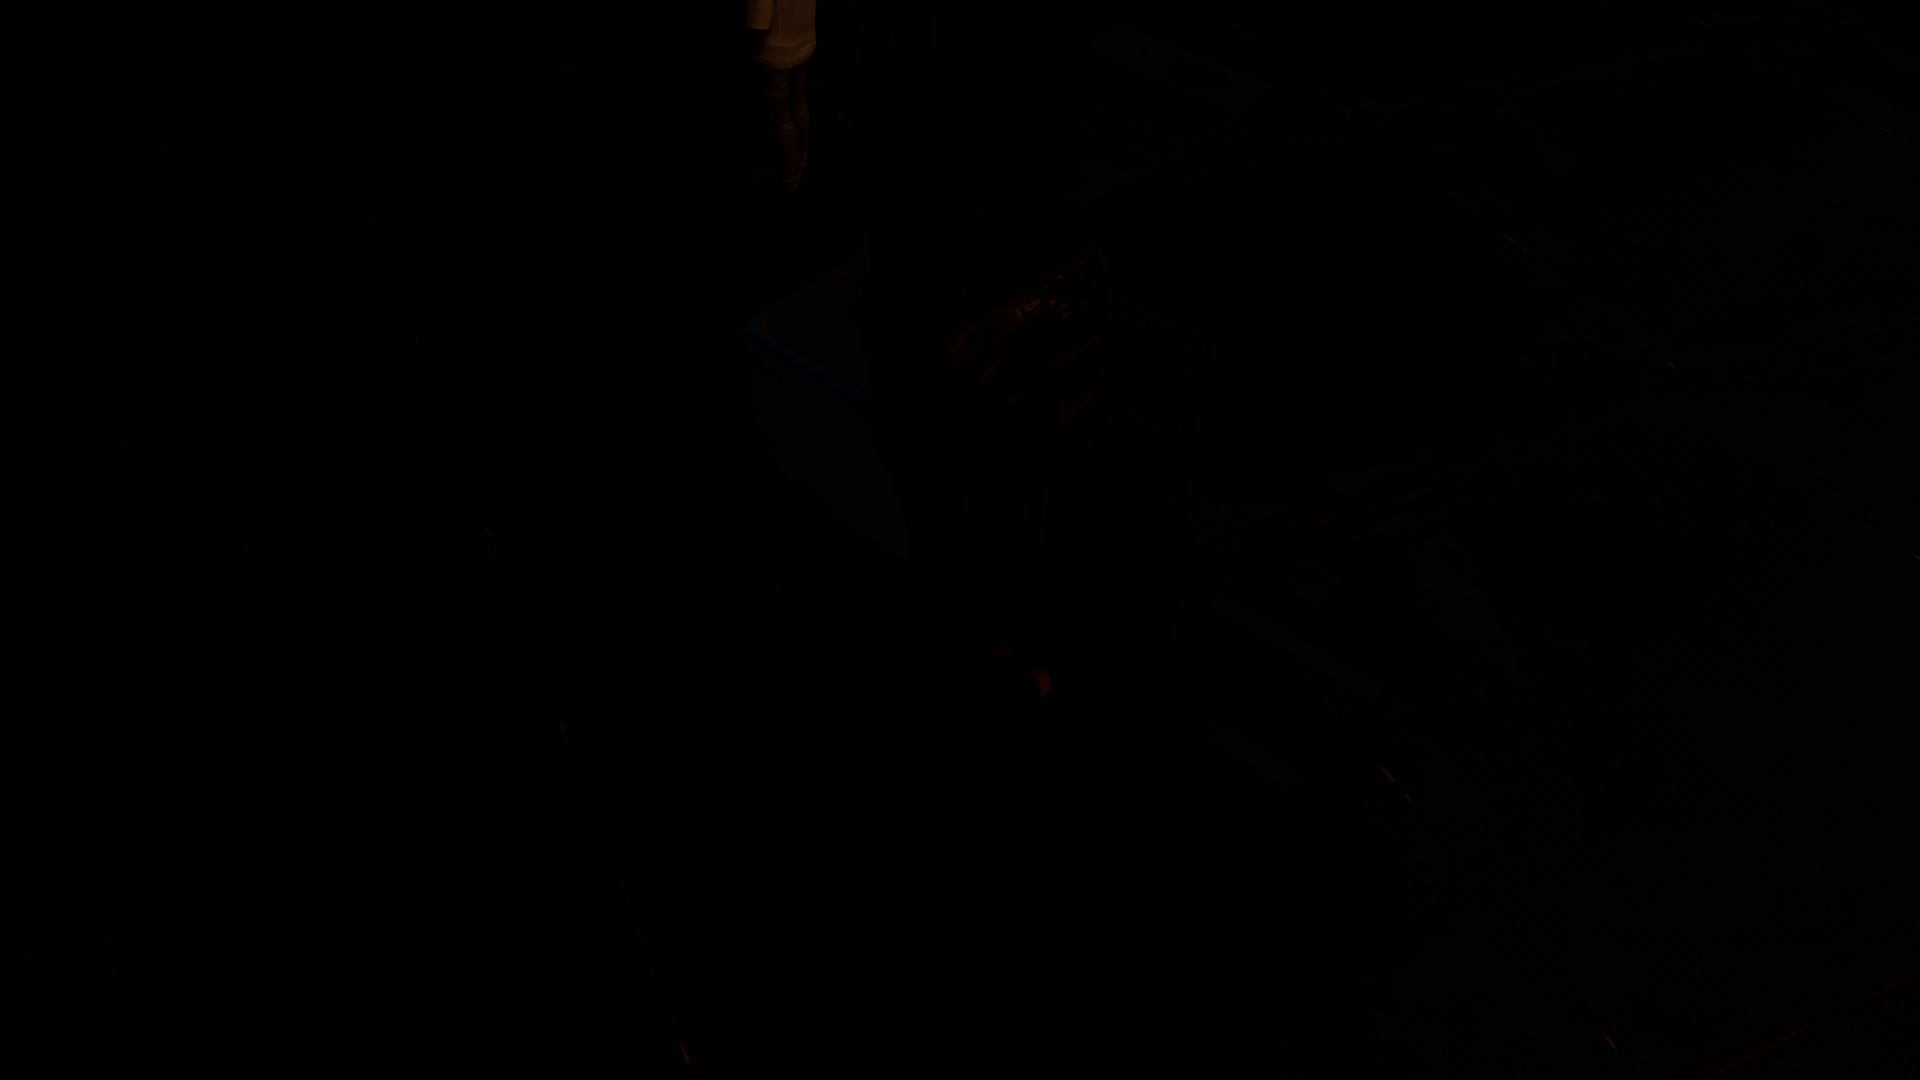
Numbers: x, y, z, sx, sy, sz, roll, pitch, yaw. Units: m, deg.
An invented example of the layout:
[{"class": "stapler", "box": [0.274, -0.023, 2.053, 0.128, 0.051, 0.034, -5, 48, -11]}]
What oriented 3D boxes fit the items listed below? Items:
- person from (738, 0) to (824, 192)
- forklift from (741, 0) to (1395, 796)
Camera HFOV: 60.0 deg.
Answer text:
[{"class": "person", "box": [-1.089, -2.831, 9.557, 0.577, 1.765, 0.666, 25, 49, 24]}, {"class": "forklift", "box": [0.445, -0.788, 6.525, 3.031, 2.935, 1.130, 32, 52, 30]}]
